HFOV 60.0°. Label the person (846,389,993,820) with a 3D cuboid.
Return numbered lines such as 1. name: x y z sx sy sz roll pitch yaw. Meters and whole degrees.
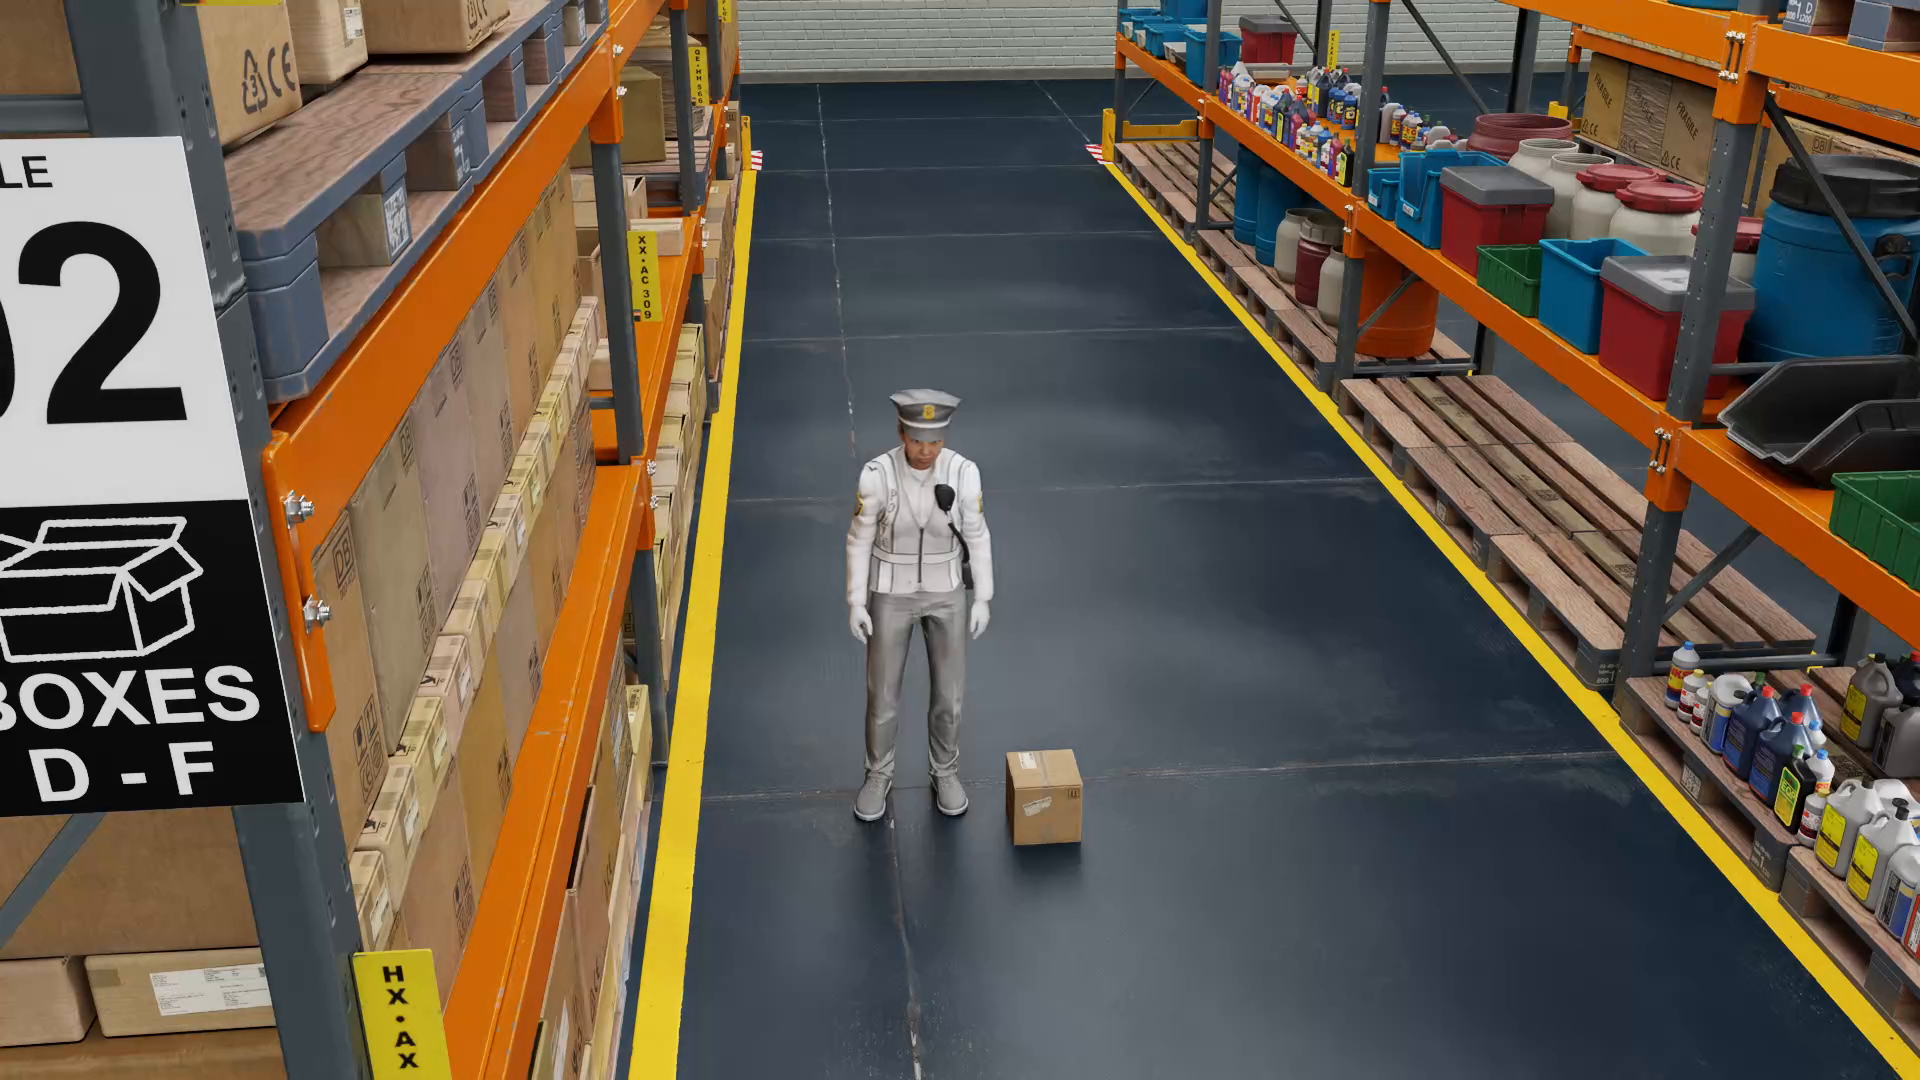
1. person: -0.146 0.230 6.078 0.538 1.663 0.378 -2 24 -5
